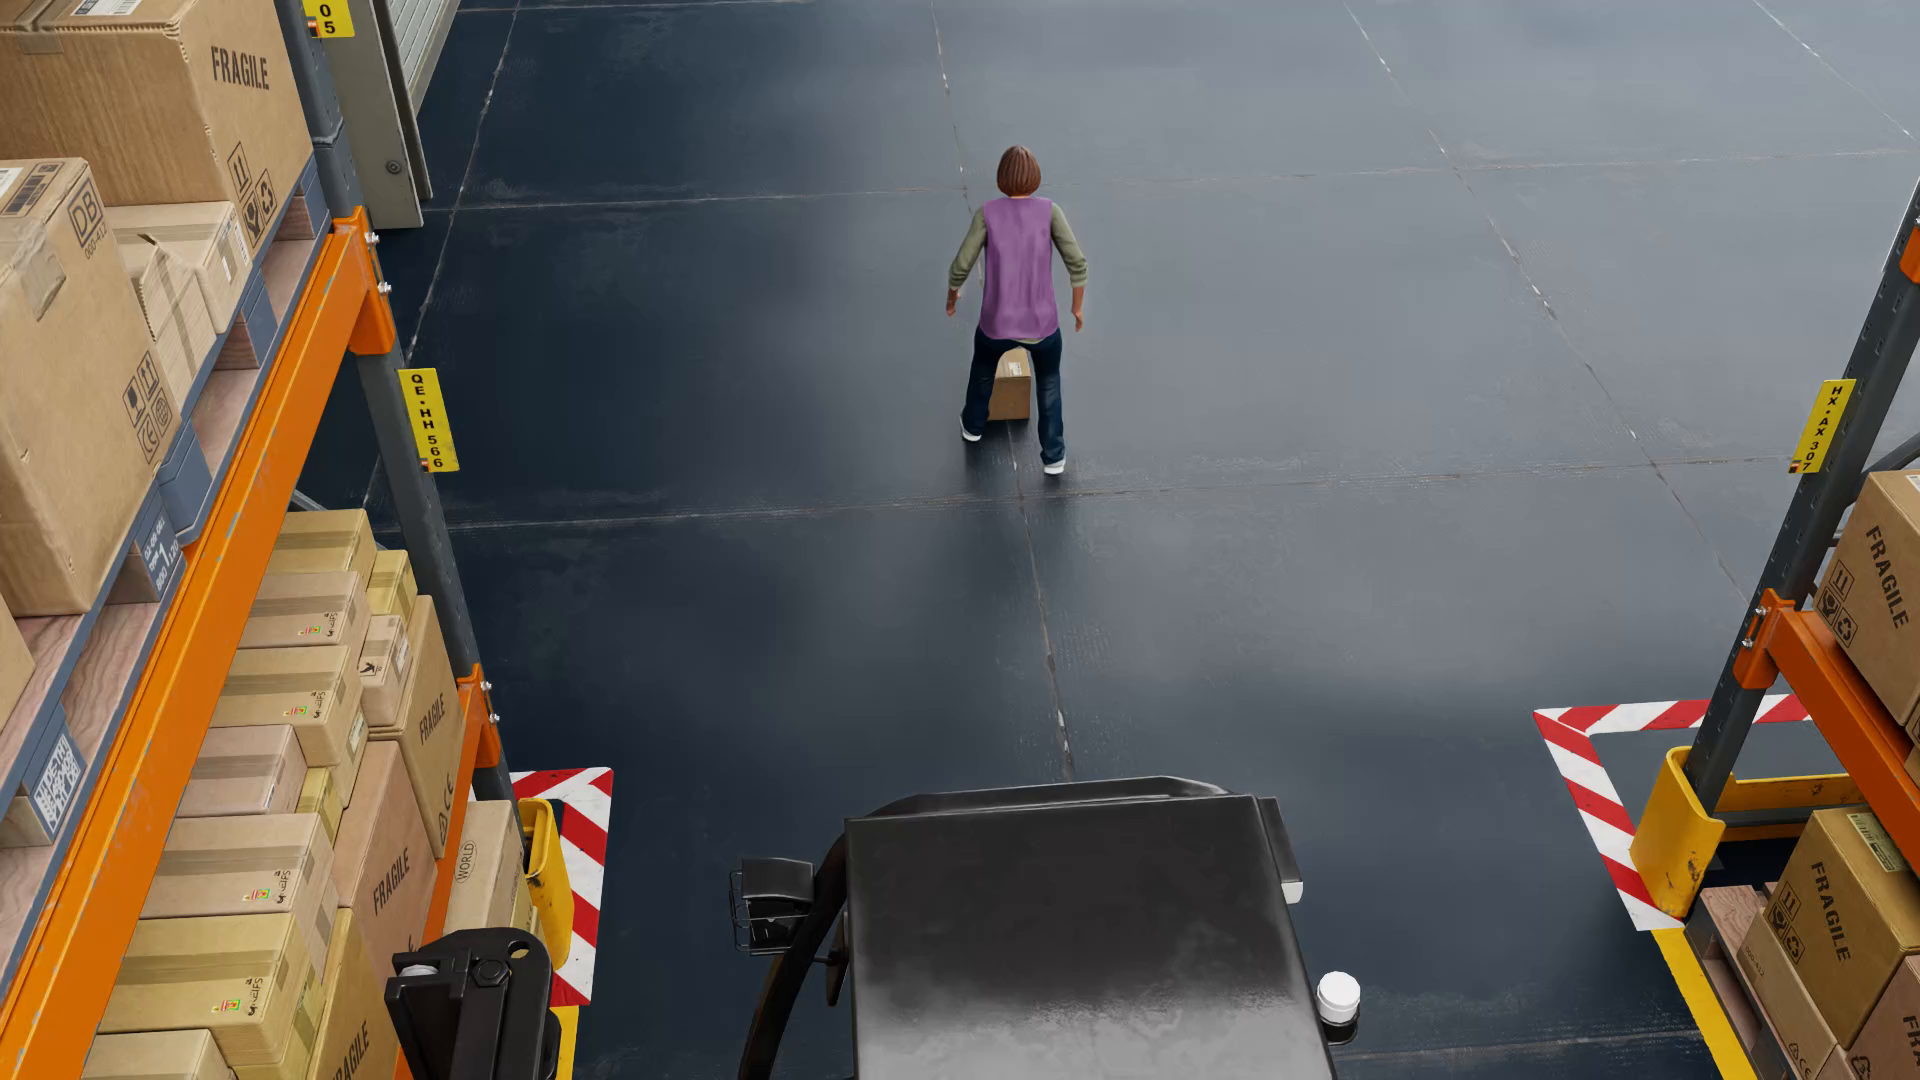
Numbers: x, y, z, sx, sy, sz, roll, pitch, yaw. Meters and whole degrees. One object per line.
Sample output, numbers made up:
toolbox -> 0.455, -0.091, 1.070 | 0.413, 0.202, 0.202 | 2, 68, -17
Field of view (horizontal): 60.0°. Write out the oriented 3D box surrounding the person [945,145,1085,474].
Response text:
person -> 0.240, -1.018, 7.467 | 0.611, 1.536, 0.586 | 1, 40, 1
